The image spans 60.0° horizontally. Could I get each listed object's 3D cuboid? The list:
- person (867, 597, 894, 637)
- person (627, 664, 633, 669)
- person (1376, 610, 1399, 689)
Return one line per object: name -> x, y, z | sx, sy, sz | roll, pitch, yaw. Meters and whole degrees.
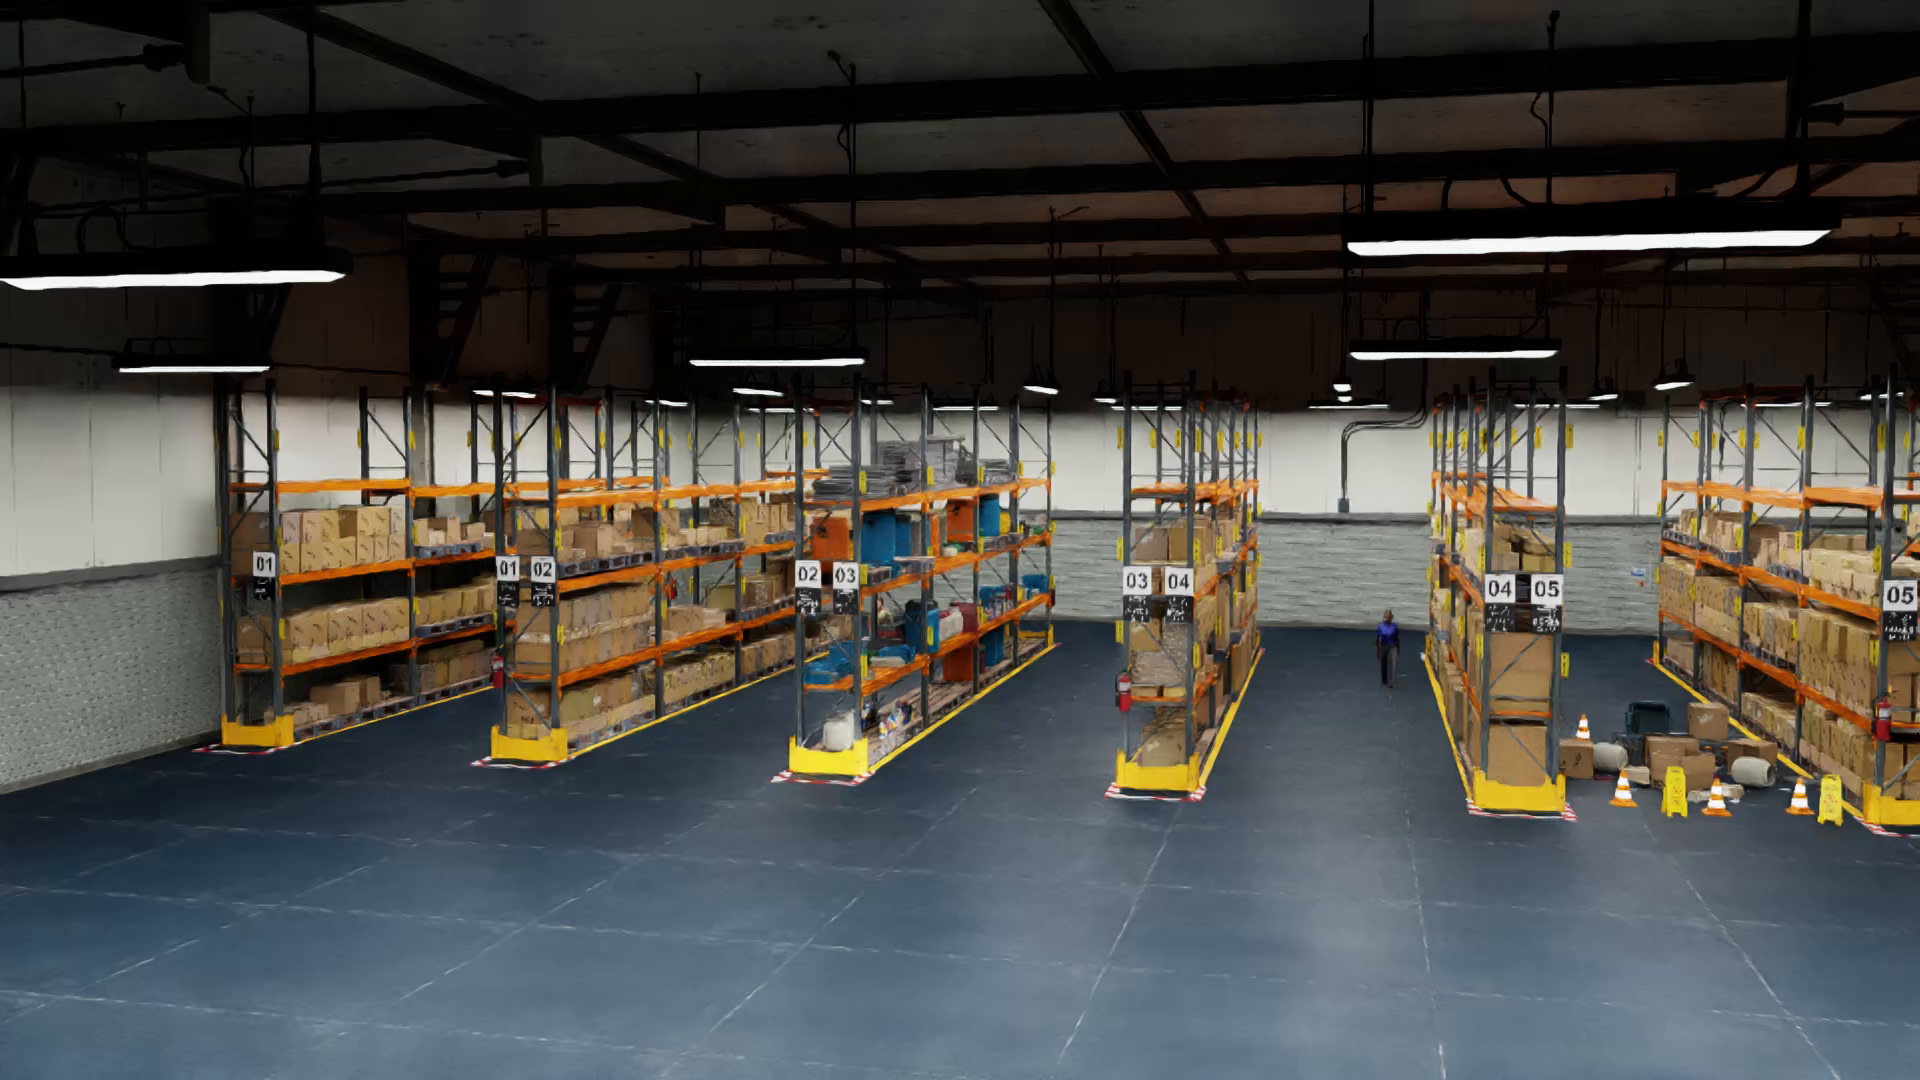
person -> -1.729, 2.033, 36.135 | 0.598, 1.619, 0.507 | 1, 3, 11
person -> -6.677, 2.070, 33.777 | 0.514, 1.785, 0.638 | -1, 4, -18
person -> 8.618, 2.186, 33.541 | 0.447, 1.574, 1.088 | 1, 4, 16
